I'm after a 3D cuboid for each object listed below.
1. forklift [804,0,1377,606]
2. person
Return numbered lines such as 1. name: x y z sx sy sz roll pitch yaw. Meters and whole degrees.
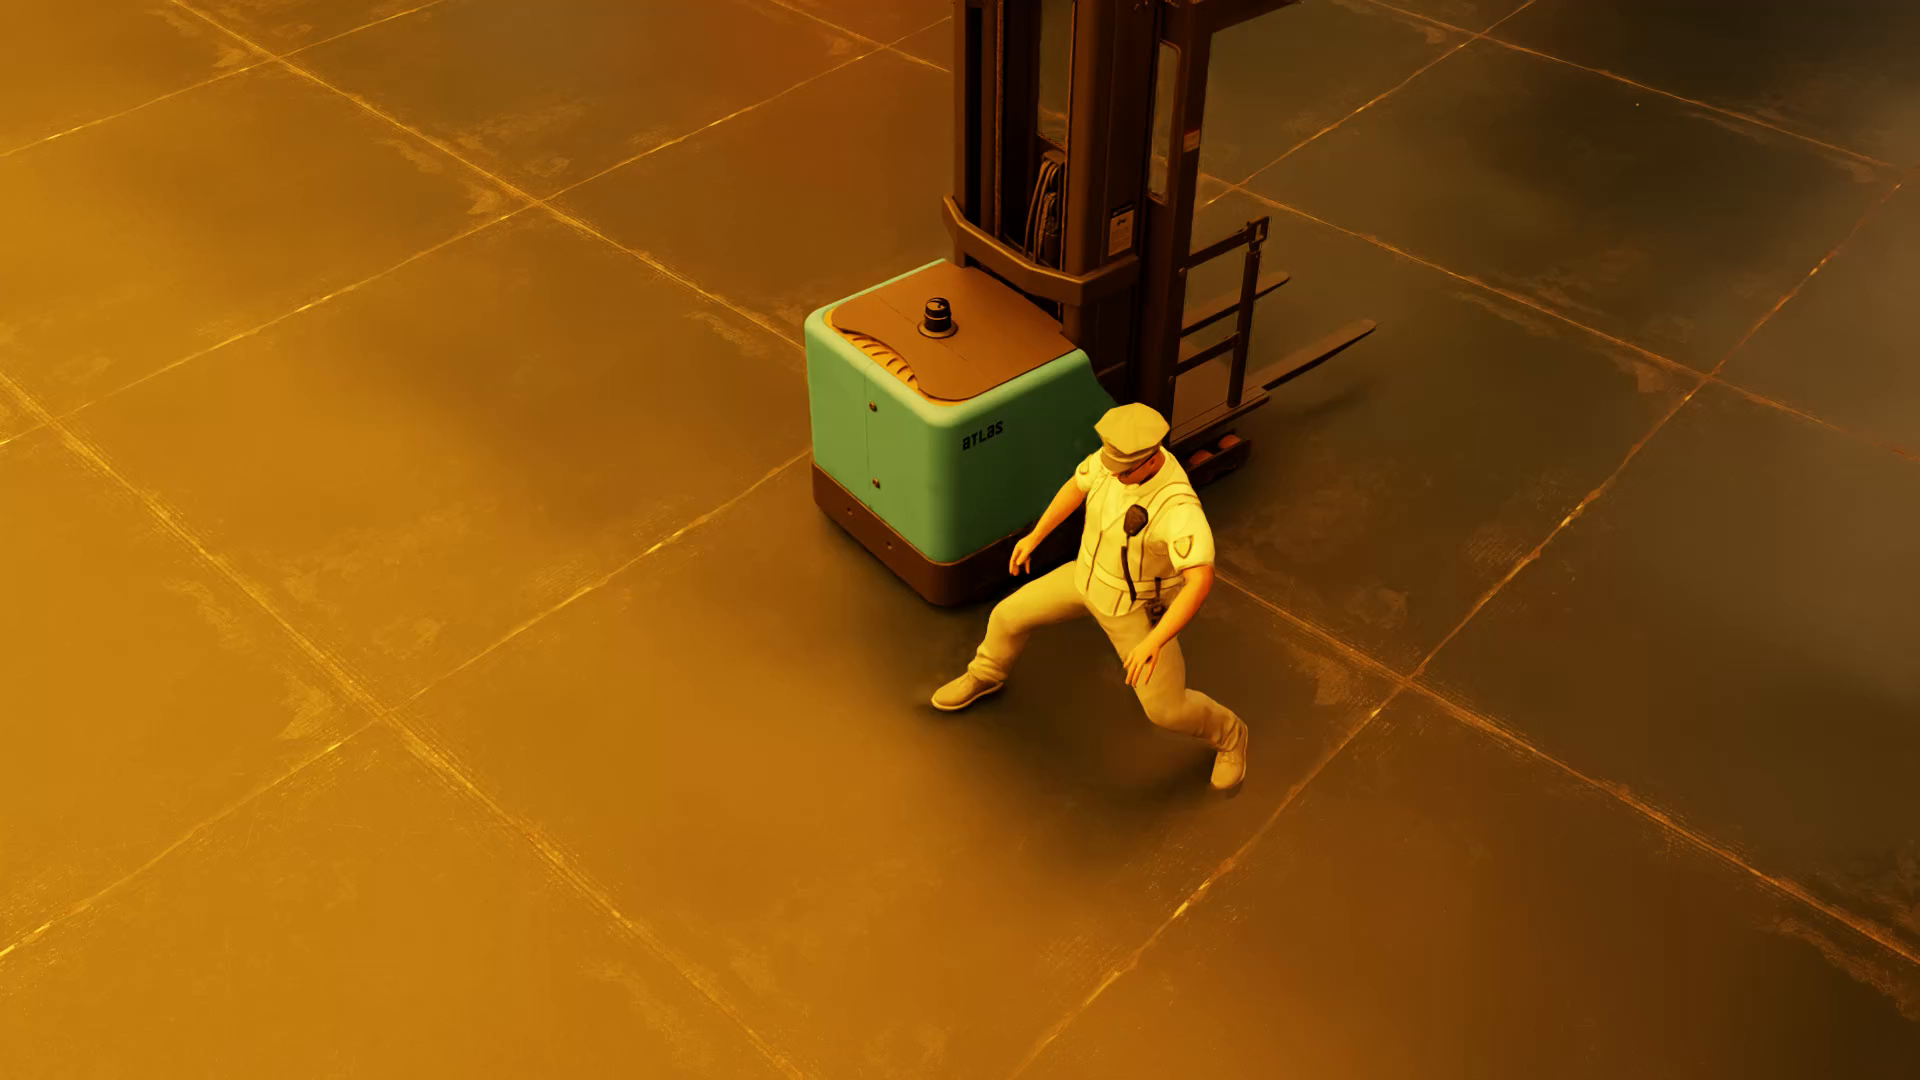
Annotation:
1. forklift: 0.780 -1.622 7.318 3.031 2.935 1.130 -27 48 -28
2. person: 0.555 0.211 6.264 0.989 1.595 1.046 -23 46 -24
